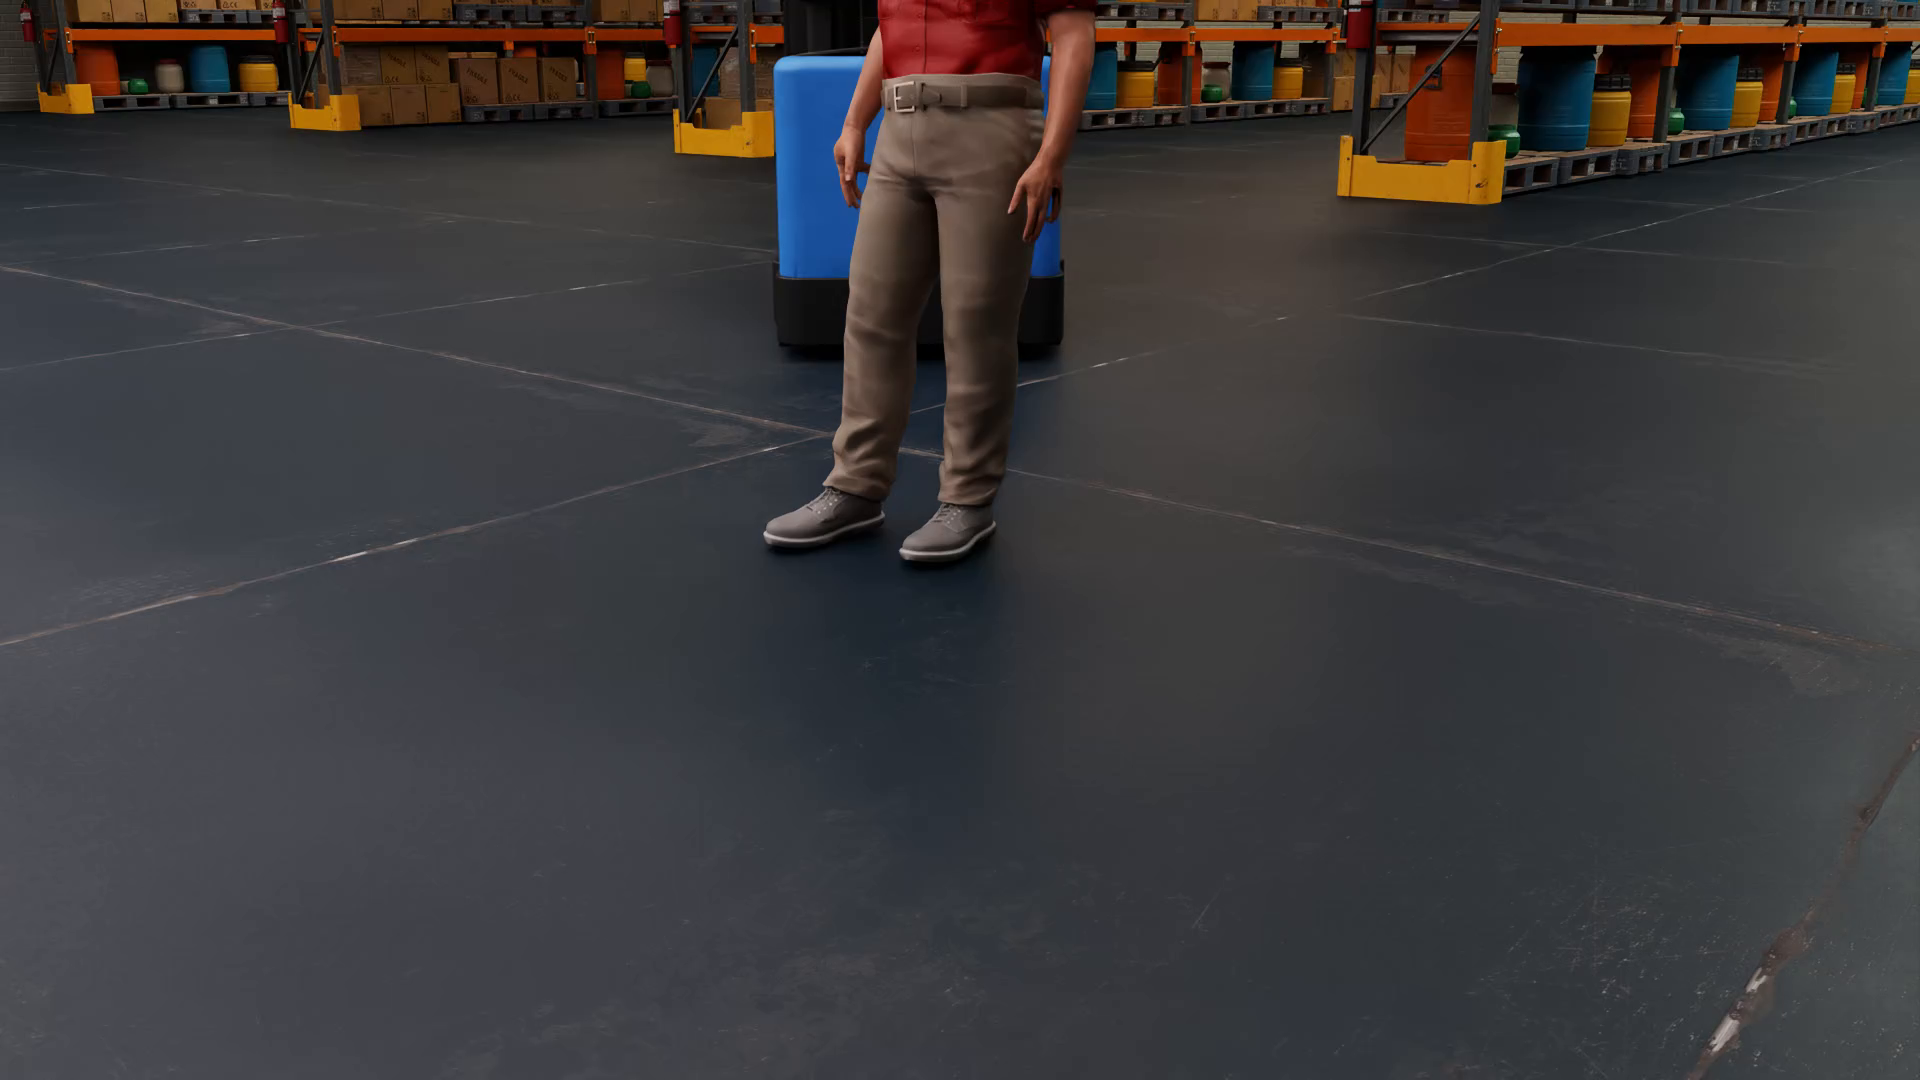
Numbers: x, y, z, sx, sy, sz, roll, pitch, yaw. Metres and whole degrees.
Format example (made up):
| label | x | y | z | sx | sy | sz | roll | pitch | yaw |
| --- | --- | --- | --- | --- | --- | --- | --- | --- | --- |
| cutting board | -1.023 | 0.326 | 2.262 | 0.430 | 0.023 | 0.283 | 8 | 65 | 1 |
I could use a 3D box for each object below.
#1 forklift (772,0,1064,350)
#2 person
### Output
| label | x | y | z | sx | sy | sz | roll | pitch | yaw |
| --- | --- | --- | --- | --- | --- | --- | --- | --- | --- |
| forklift | -0.198 | -2.483 | 7.073 | 1.130 | 2.935 | 3.031 | -1 | 17 | -2 |
| person | -0.066 | -0.816 | 3.629 | 0.641 | 1.727 | 0.550 | 13 | 21 | 37 |
